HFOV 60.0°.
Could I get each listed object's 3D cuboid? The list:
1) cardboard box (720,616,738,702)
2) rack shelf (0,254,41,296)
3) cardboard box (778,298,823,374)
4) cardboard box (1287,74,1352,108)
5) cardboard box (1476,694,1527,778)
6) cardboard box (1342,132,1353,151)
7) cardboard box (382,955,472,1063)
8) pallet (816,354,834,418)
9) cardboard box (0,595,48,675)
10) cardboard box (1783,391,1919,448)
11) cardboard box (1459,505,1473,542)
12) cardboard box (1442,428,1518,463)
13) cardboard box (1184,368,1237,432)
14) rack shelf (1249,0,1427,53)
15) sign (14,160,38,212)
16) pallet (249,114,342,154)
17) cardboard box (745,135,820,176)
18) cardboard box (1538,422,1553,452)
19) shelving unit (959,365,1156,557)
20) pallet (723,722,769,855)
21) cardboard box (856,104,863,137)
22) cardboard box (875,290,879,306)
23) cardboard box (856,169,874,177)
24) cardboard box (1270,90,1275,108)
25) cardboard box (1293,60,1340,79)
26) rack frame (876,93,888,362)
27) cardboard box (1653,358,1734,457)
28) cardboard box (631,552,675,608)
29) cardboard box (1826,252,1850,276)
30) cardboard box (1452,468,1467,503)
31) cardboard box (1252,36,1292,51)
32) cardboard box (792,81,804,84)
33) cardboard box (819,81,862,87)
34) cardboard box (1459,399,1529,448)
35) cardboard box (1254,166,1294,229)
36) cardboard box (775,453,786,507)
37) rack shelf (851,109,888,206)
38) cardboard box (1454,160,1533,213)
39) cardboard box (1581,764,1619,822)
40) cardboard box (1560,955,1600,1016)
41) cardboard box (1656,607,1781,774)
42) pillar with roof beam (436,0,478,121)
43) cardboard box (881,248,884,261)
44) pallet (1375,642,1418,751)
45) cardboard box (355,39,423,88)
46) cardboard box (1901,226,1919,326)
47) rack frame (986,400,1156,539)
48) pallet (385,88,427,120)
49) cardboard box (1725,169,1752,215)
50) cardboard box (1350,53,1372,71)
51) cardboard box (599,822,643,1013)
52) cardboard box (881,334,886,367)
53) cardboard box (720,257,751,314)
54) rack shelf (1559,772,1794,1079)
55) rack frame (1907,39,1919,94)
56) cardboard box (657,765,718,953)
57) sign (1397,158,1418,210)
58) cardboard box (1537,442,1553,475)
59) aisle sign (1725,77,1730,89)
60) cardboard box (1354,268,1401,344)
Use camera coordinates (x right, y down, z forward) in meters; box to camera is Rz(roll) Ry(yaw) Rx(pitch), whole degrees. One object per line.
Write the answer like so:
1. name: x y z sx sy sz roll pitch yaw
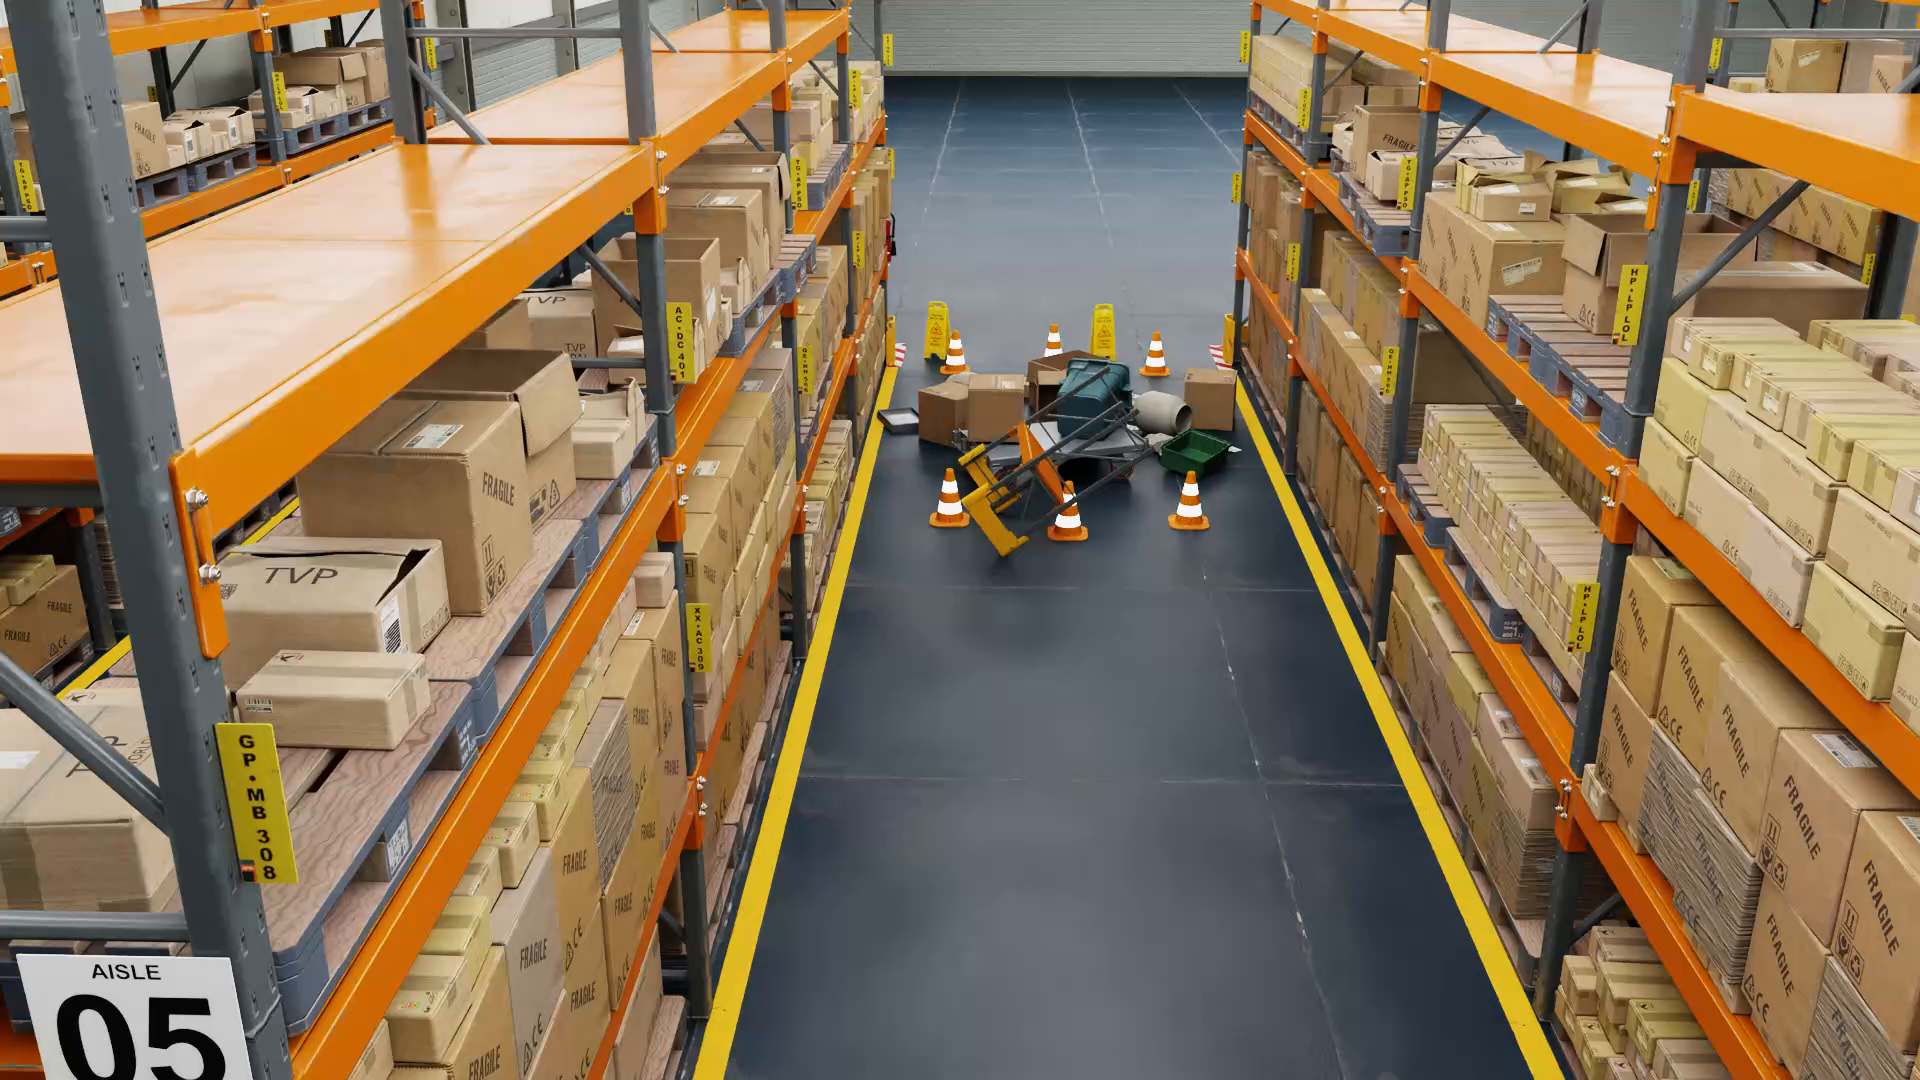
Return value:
1. cardboard box: -1.402 0.590 8.361 0.500 0.250 0.500 0 21 0
2. rack shelf: -6.595 -0.976 9.038 1.077 0.370 4.000 1 21 2
3. cardboard box: -1.309 -1.504 12.423 0.500 0.500 0.500 1 21 3
4. cardboard box: 3.274 -4.084 15.132 0.500 0.250 0.500 1 21 1
5. cardboard box: 3.056 1.044 8.824 0.500 0.250 0.500 2 21 4
6. cardboard box: 3.221 -3.162 13.308 0.250 0.149 0.380 1 21 2
7. cardboard box: -1.469 1.181 4.214 0.380 0.149 0.250 1 21 3
8. pallet: -1.553 -1.209 13.057 1.003 0.211 1.213 1 21 2
9. cardboard box: -6.357 0.670 10.824 0.500 0.500 0.500 0 21 1
10. cardboard box: 2.972 -0.387 5.491 0.380 0.149 0.250 0 21 0
11. cardboard box: 3.135 -0.095 9.688 0.380 0.149 0.250 1 21 3
12. cardboard box: 3.153 -0.570 10.088 0.380 0.149 0.250 1 21 1
13. cardboard box: 2.522 -1.419 16.785 0.500 0.500 0.500 4 22 11
14. rack shelf: 3.561 -5.009 15.839 1.077 0.370 4.000 1 21 2
15. sign: -5.991 -2.269 10.661 0.100 0.325 0.005 1 21 2
16. pallet: -6.412 -3.748 15.311 1.003 0.211 1.213 1 21 2
17. cardboard box: -1.361 -2.973 12.818 0.500 0.250 0.500 1 21 2
18. cardboard box: 3.812 -0.648 10.289 0.380 0.149 0.250 0 21 1
19. shelving unit: 0.783 -0.681 13.714 1.500 0.587 1.083 -33 19 11
20. pallet: -1.711 1.442 9.815 1.003 0.211 1.213 1 21 2
21. cardboard box: -1.157 -3.839 15.218 0.500 0.250 0.500 0 21 1
22. cardboard box: -1.047 -2.524 17.468 0.380 0.149 0.250 1 21 3
23. cardboard box: -1.216 -3.392 16.486 0.700 0.500 0.500 1 21 1
24. cardboard box: 3.246 -4.312 16.271 0.380 0.149 0.250 1 21 2
25. cardboard box: 3.209 -4.224 14.942 0.380 0.149 0.250 1 21 2
26. rack frame: -1.329 -3.475 18.632 1.000 3.000 0.127 1 21 2
27. cardboard box: 3.002 -0.509 6.356 0.500 0.250 0.500 1 21 3
28. cardboard box: -1.385 0.163 6.837 0.380 0.149 0.250 0 21 1
29. cardboard box: 8.581 -2.447 15.434 0.875 0.500 0.500 1 21 2
30. cardboard box: 3.145 -0.324 9.865 0.380 0.149 0.250 1 21 2
31. cardboard box: 3.294 -5.235 17.548 0.380 0.149 0.250 1 21 2
32. cardboard box: -1.687 -4.269 15.775 0.380 0.149 0.250 1 21 2
33. cardboard box: -1.130 -4.264 15.762 0.380 0.149 0.250 0 21 1
34. cardboard box: 3.662 -0.771 11.523 0.500 0.500 0.500 1 21 2
35. cardboard box: 3.495 -3.496 16.985 0.875 0.550 0.550 1 21 2
36. cardboard box: -1.345 -0.382 10.177 0.500 0.250 0.500 0 21 0
37. rack shelf: -1.390 -3.815 16.356 1.077 0.370 4.000 1 21 2
38. cardboard box: 3.075 -2.037 9.582 0.396 0.266 0.258 1 21 2
39. cardboard box: 2.921 1.098 7.194 0.380 0.149 0.250 1 21 4
40. cardboard box: 2.926 2.004 7.460 0.380 0.149 0.250 2 21 4
41. cardboard box: 2.999 0.578 6.254 0.500 0.500 0.500 0 21 0
42. pillar with roof beam: -2.727 -8.205 22.530 9.100 9.000 0.400 1 21 2
43. cardboard box: -1.023 -3.128 18.083 0.380 0.149 0.250 0 21 1
44. pallet: 3.353 1.018 10.907 1.003 0.211 1.213 1 21 2
45. cardboard box: -6.060 -5.053 17.695 0.500 0.500 0.500 1 21 3
46. cardboard box: 8.291 -2.109 13.702 1.000 1.000 1.000 1 21 2
47. rack frame: 0.795 -0.497 13.250 1.500 0.500 0.032 -33 19 11
48. pallet: -6.338 -4.630 17.584 1.003 0.211 1.213 1 21 2
49. cardboard box: 8.265 -3.641 17.127 0.500 0.500 0.500 1 21 2
50. cardboard box: 3.888 -4.494 15.638 0.380 0.149 0.250 1 21 2
51. cardboard box: -1.463 1.356 6.043 0.500 0.500 0.500 0 21 1
52. cardboard box: -1.085 -2.085 18.270 0.500 0.250 0.500 1 21 1
53. cardboard box: -1.288 -1.325 8.548 0.396 0.266 0.258 2 21 6
54. rack shelf: 3.196 1.940 5.670 1.077 0.370 4.000 1 21 2
55. rack frame: 8.455 -4.717 13.538 1.000 3.000 0.127 1 21 2
56. cardboard box: -1.755 1.433 8.338 0.875 0.875 0.875 1 21 3
57. sign: 2.824 -2.250 10.504 0.100 0.325 0.005 1 21 2
58. cardboard box: 3.812 -0.502 10.324 0.380 0.149 0.250 1 21 4
59. aisle sign: 8.279 -4.604 17.947 0.394 0.787 0.004 1 21 2
60. cardboard box: 3.445 -1.793 12.776 0.700 0.500 0.500 0 21 1
